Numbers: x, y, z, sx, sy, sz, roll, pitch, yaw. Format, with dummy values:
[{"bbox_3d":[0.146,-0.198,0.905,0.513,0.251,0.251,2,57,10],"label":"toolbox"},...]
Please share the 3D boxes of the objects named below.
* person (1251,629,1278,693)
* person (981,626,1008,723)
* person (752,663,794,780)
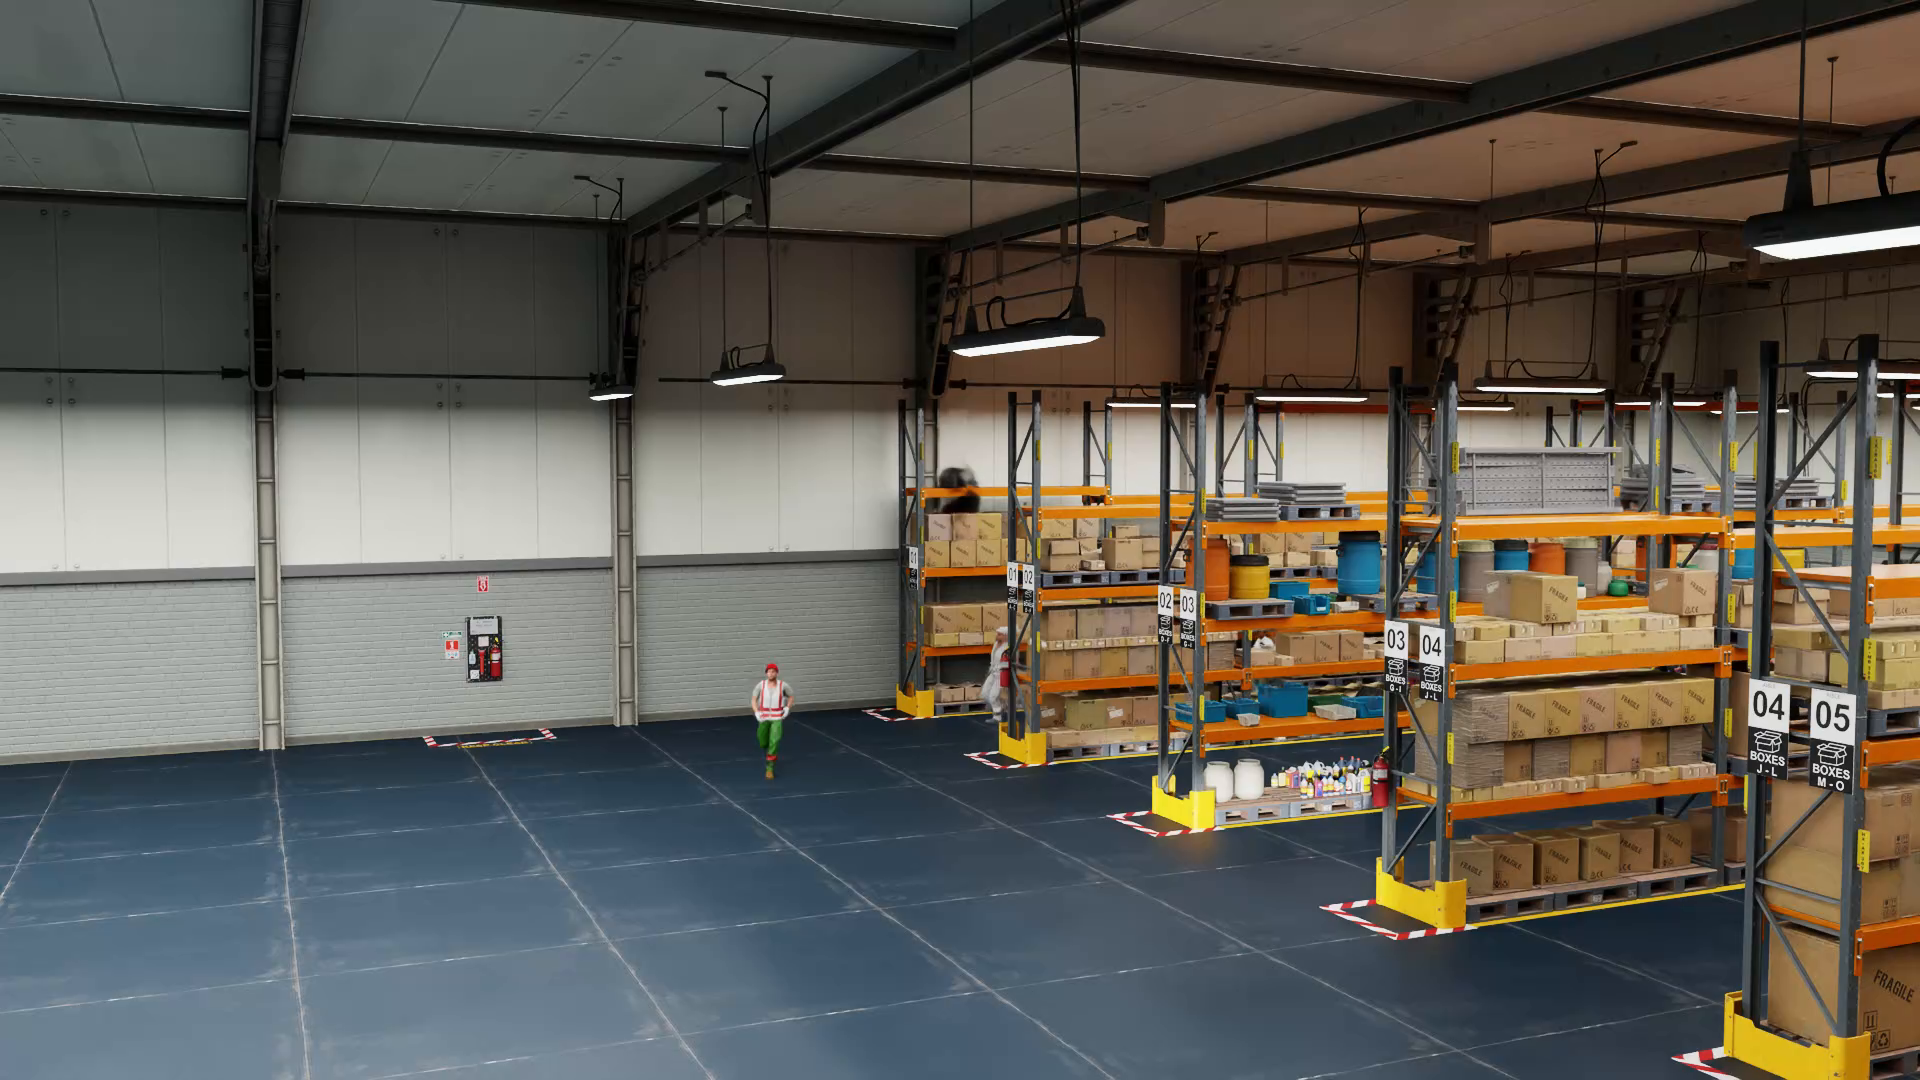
[{"bbox_3d":[5.896,2.472,32.195,0.719,1.638,0.618,-2,4,-25],"label":"person"},{"bbox_3d":[0.671,2.340,28.697,0.503,1.711,0.672,-2,4,-33],"label":"person"},{"bbox_3d":[-2.928,2.793,25.899,0.645,1.754,0.962,0,3,5],"label":"person"}]
